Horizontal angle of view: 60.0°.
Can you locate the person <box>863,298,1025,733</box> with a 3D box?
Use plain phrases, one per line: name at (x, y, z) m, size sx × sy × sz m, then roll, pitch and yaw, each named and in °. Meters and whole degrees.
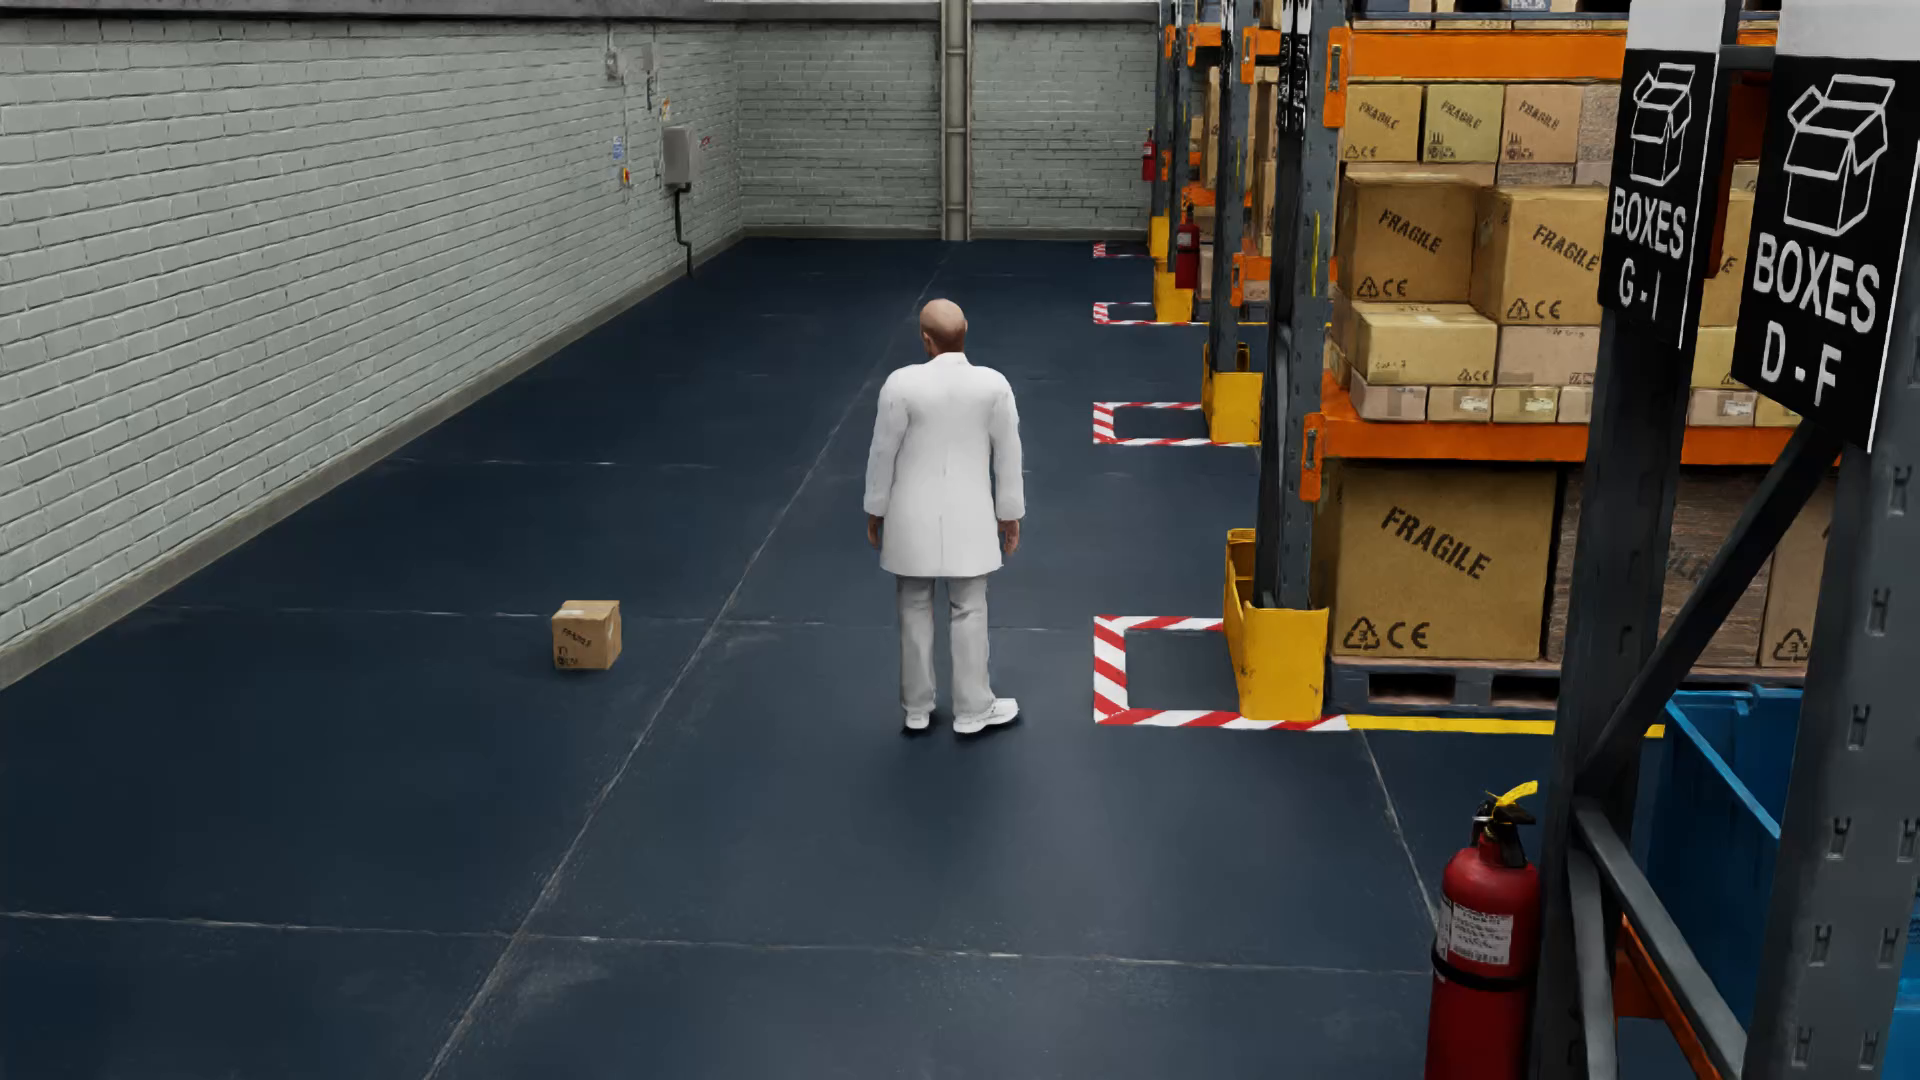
person at (-0.066, -0.098, 6.792) m, size 0.660 × 1.789 × 0.420 m, roll -1°, pitch 17°, yaw -3°
